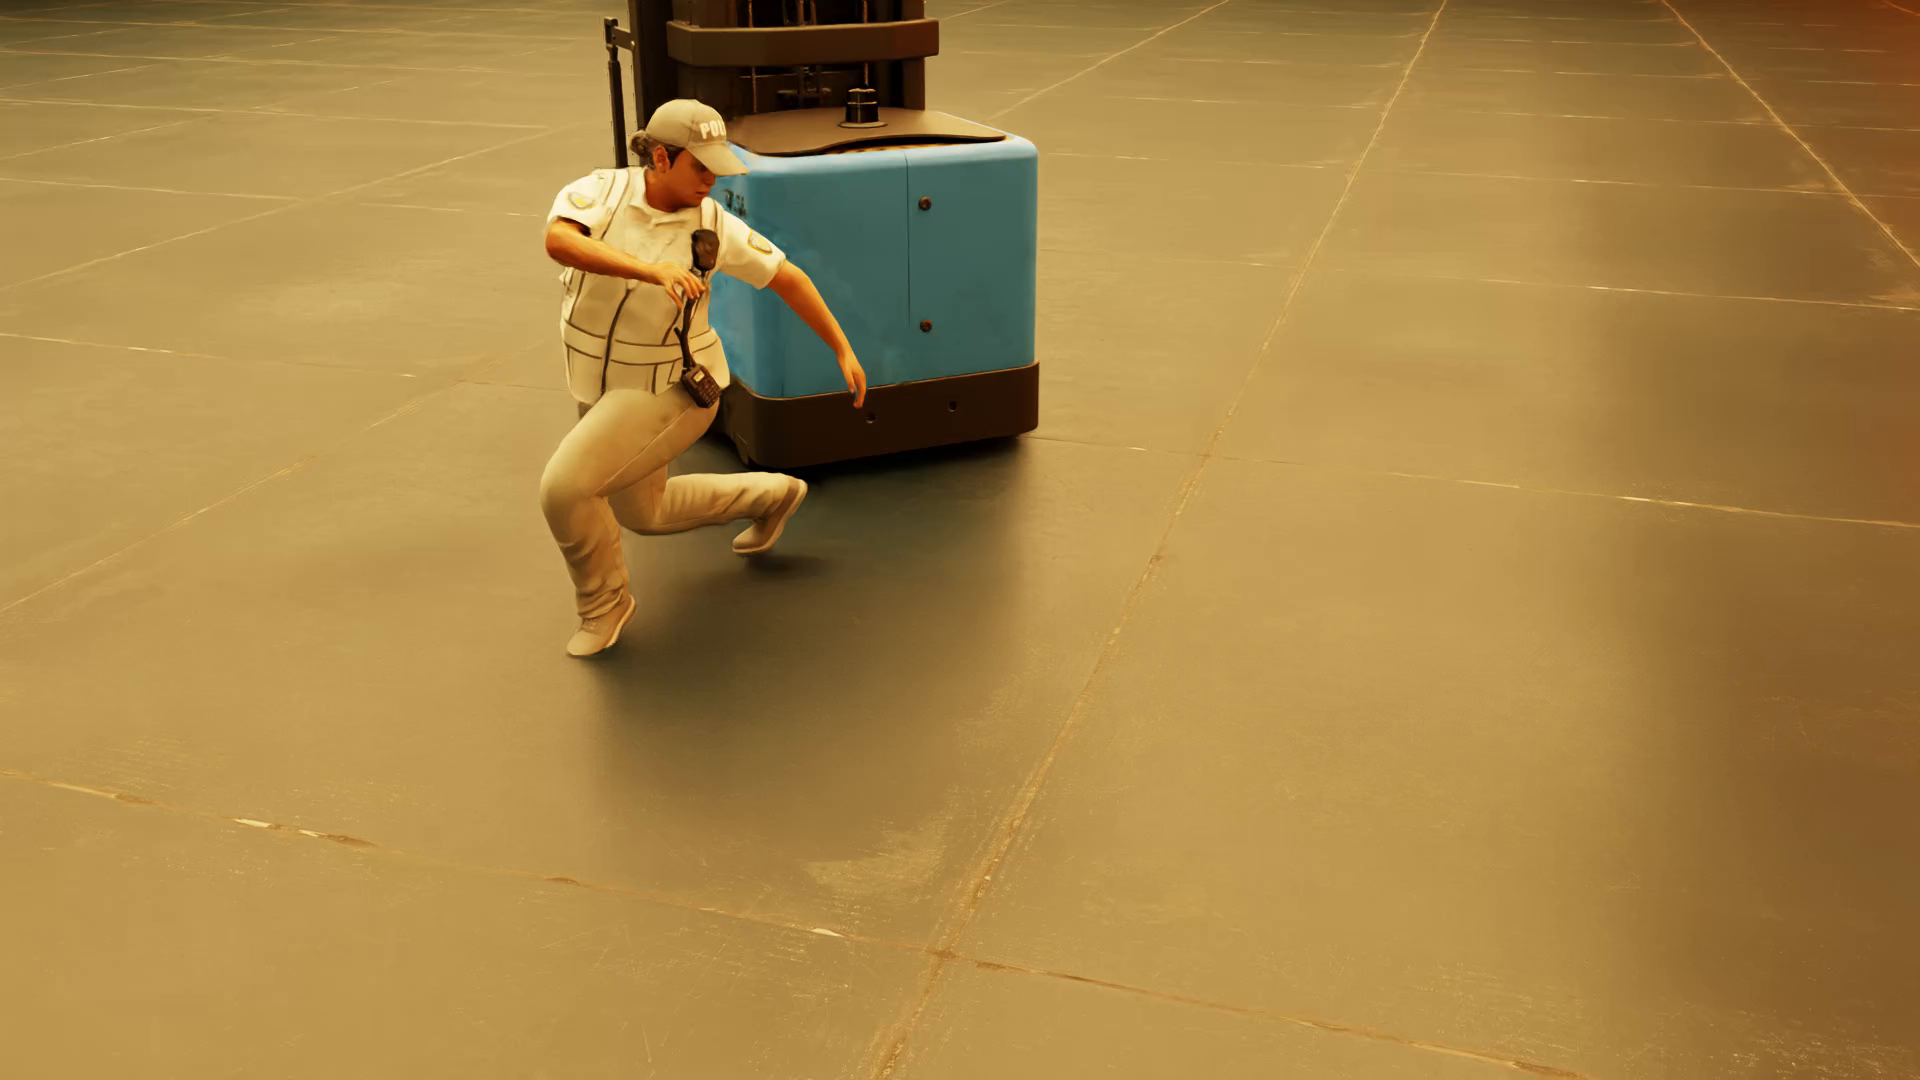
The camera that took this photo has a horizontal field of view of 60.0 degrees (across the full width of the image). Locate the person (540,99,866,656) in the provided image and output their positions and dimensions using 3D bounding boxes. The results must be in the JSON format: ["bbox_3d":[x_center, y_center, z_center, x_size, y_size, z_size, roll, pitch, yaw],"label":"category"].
[{"bbox_3d":[-0.714,-0.433,4.424,0.699,1.440,0.928,12,25,28],"label":"person"}]

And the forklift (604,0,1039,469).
[{"bbox_3d":[-0.800,-2.119,6.411,1.130,2.935,3.031,-10,24,-23],"label":"forklift"}]
